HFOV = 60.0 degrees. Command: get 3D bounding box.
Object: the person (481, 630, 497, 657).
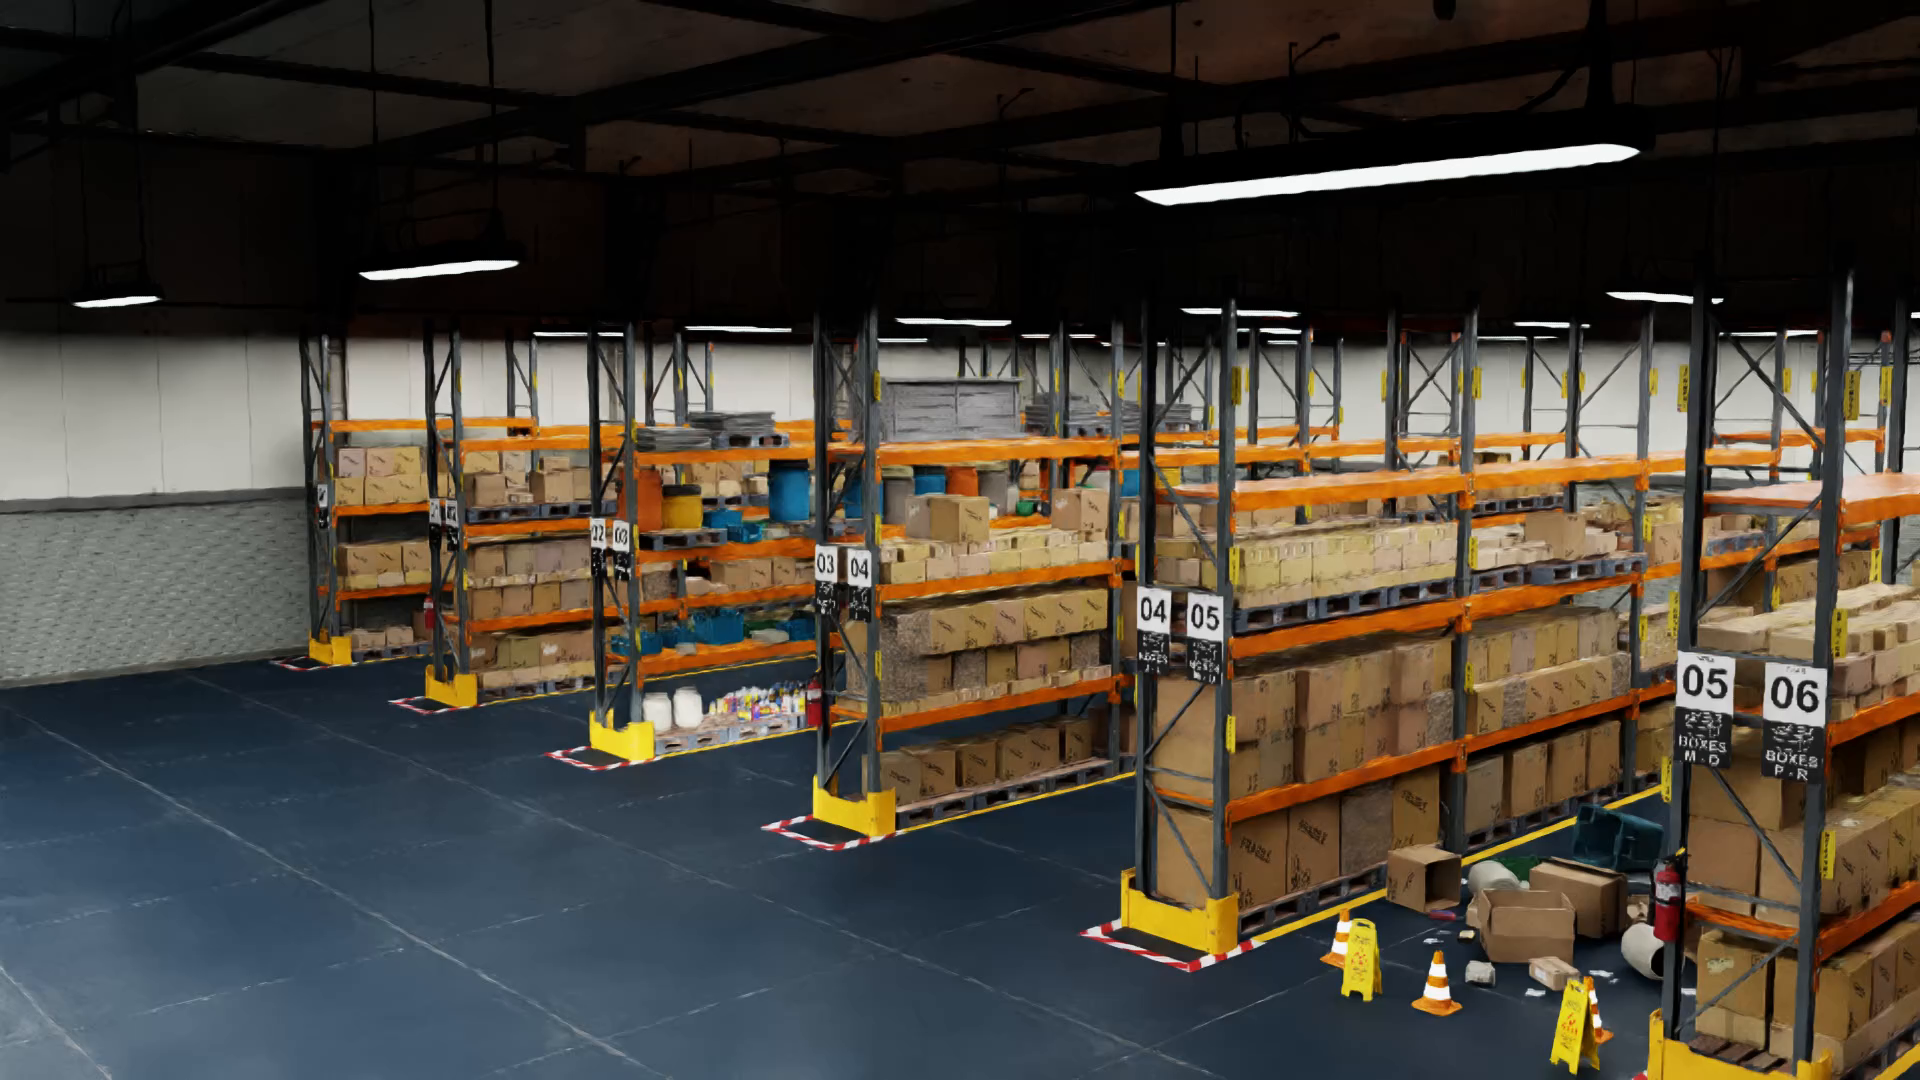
[{"bbox_3d":[-8.475,1.313,29.605,0.733,1.716,0.872,3,7,28],"label":"person"}]
